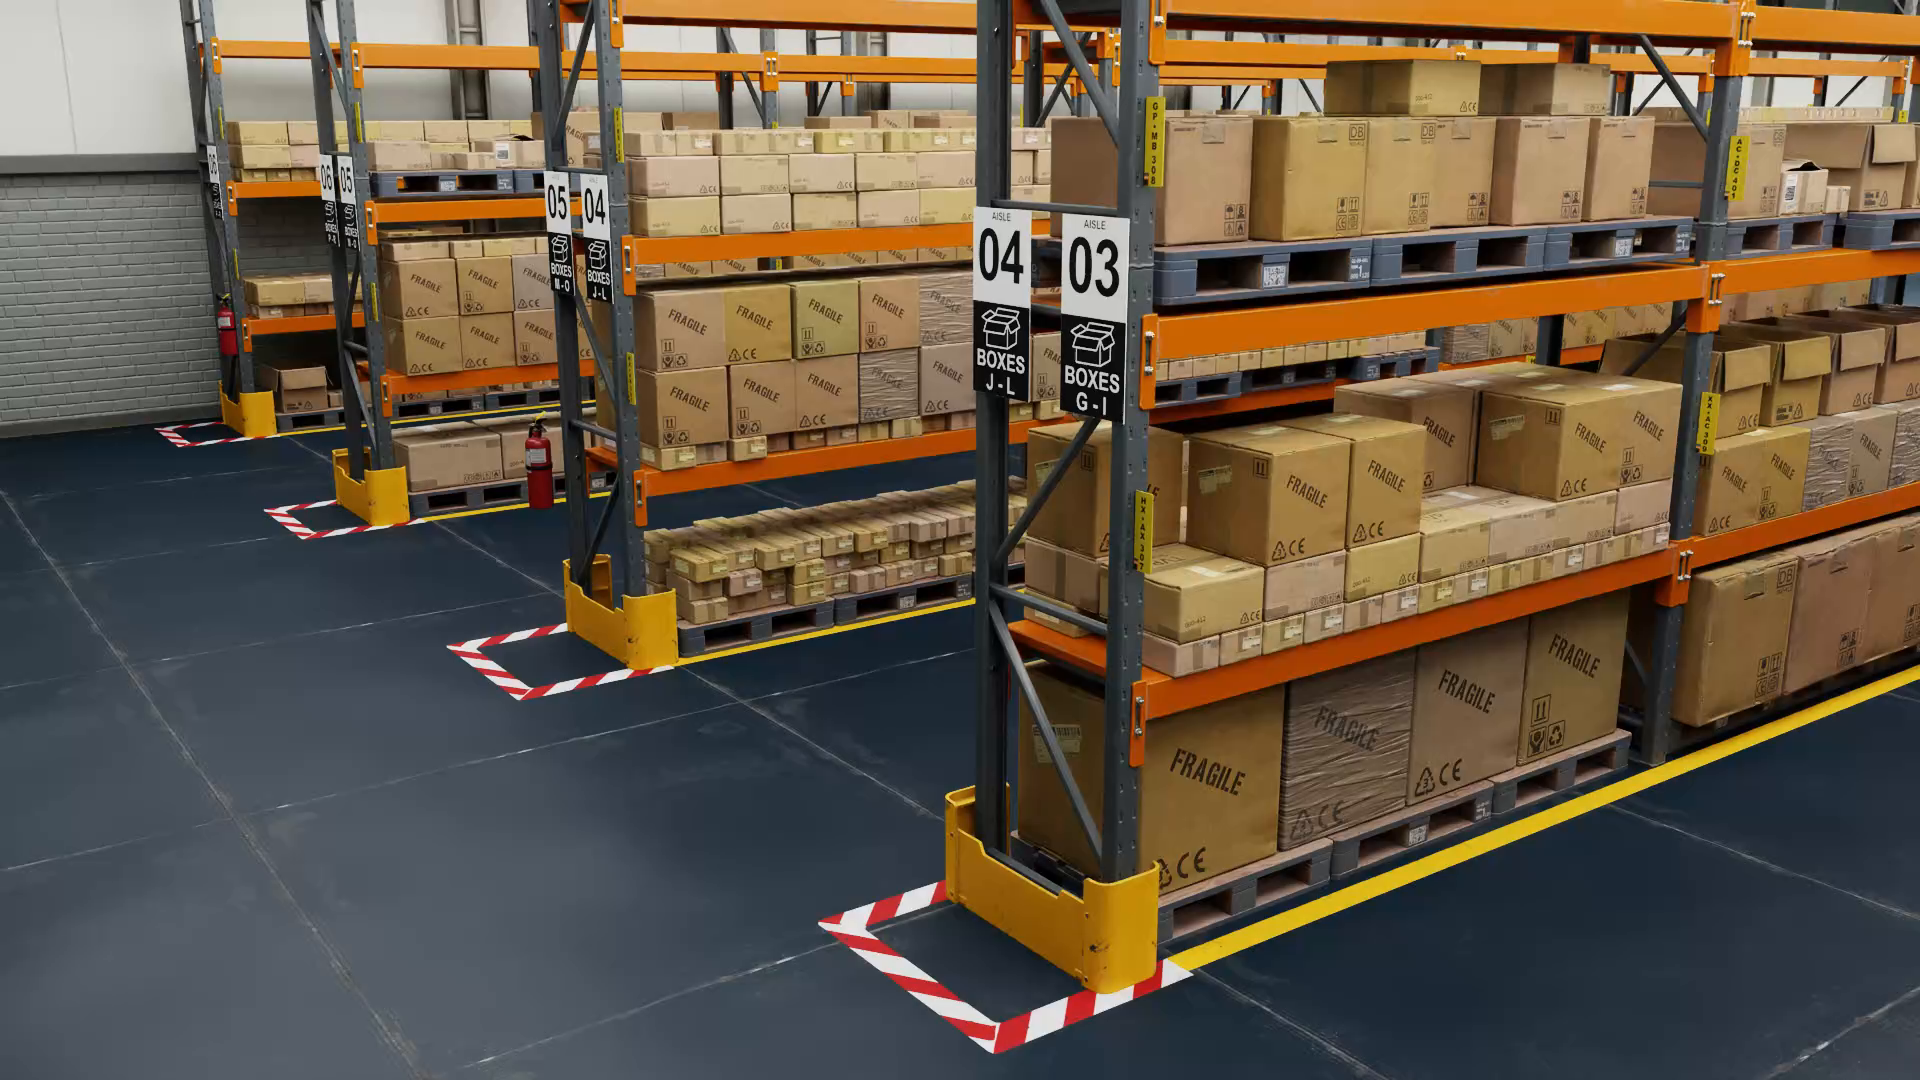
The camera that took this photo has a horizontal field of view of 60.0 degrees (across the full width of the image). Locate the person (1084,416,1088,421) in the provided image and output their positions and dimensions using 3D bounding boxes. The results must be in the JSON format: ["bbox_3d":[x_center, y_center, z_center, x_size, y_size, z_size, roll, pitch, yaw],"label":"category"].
[{"bbox_3d":[0.856,-0.127,11.759,0.471,1.544,0.476,-10,18,-34],"label":"person"}]
